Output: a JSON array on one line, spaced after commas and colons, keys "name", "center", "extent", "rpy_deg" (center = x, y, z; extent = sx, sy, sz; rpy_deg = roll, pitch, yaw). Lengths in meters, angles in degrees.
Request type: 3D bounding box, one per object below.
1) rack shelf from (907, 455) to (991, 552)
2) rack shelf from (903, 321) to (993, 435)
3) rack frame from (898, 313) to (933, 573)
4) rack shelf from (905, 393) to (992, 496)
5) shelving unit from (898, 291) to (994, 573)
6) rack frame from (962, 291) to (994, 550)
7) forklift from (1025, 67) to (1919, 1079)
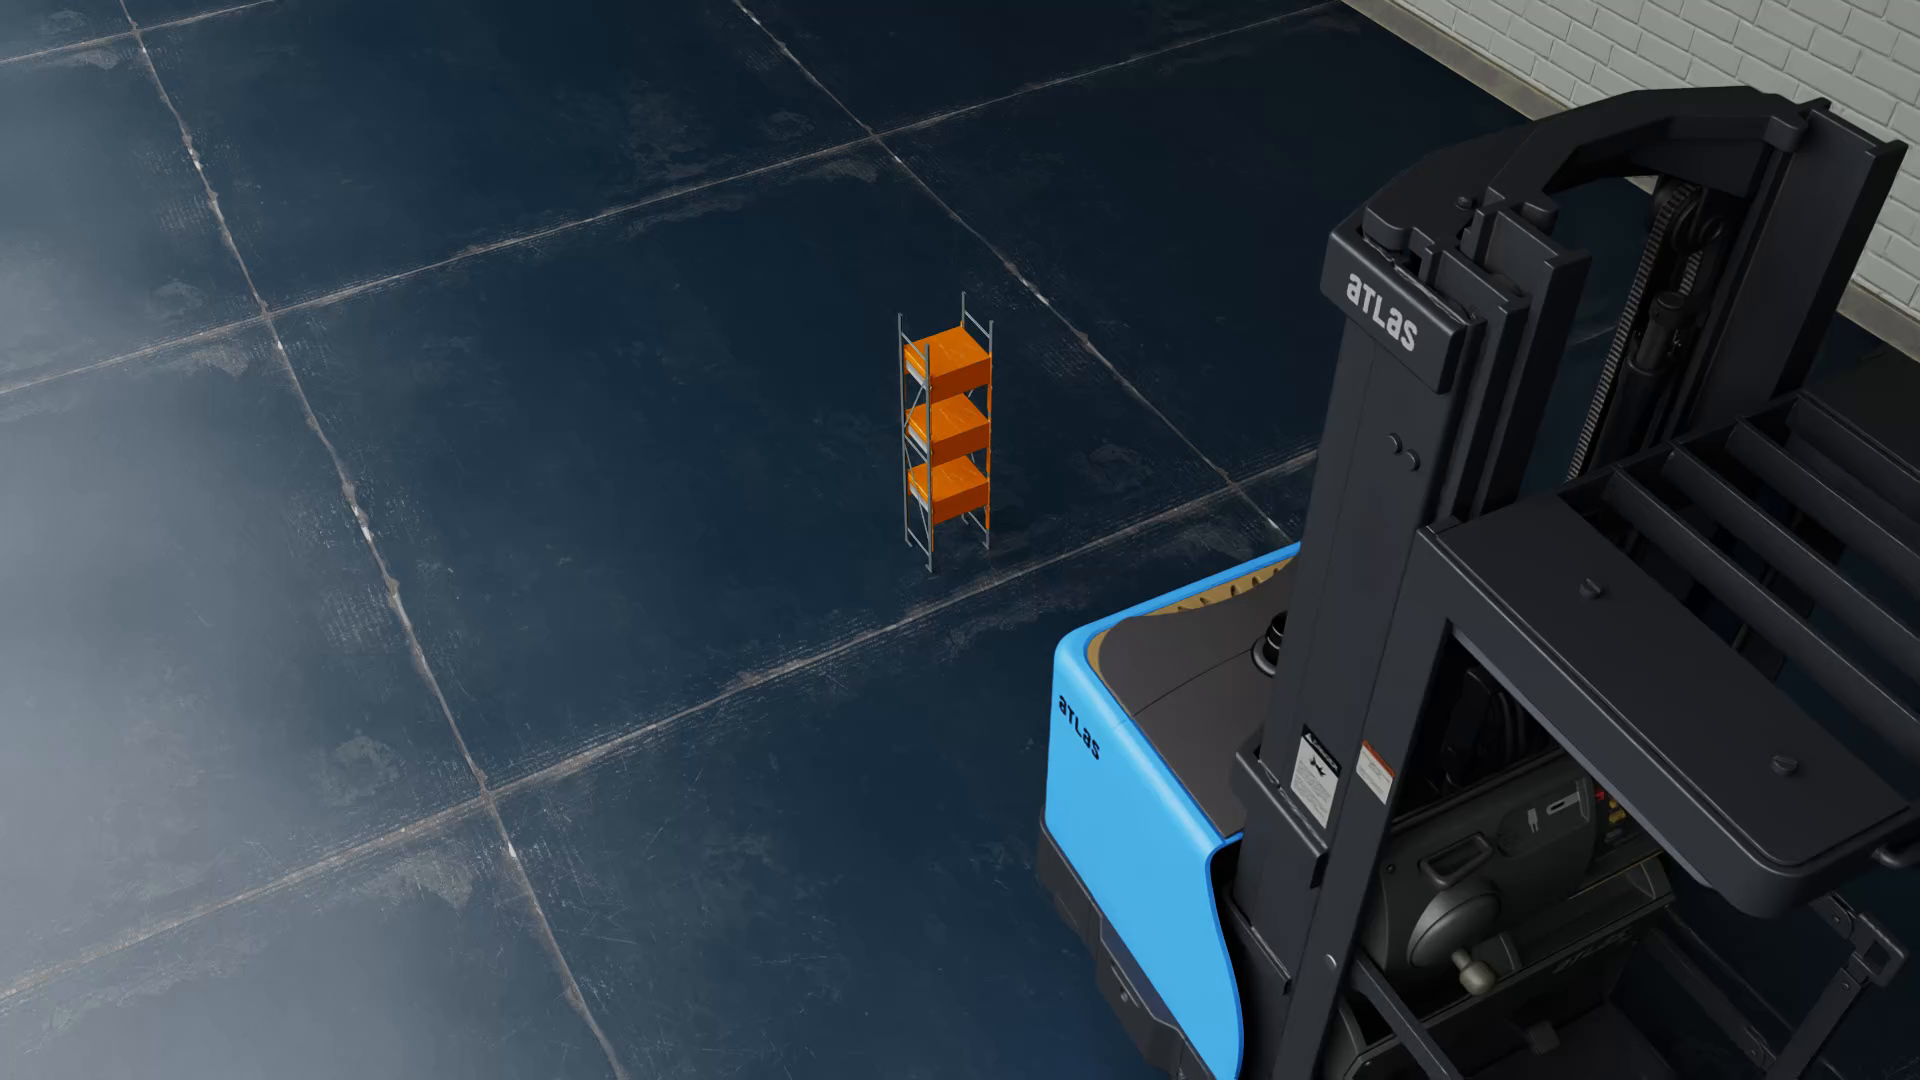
[{"name": "rack shelf", "center": [-0.046, -0.151, 6.066], "extent": [0.240, 0.259, 0.215], "rpy_deg": [-22, 48, -21]}, {"name": "rack shelf", "center": [-0.046, -0.554, 5.675], "extent": [0.240, 0.259, 0.215], "rpy_deg": [-22, 48, -21]}, {"name": "rack frame", "center": [-0.152, -0.316, 5.822], "extent": [0.008, 1.050, 0.200], "rpy_deg": [-22, 48, -21]}, {"name": "rack shelf", "center": [-0.046, -0.351, 5.873], "extent": [0.240, 0.259, 0.215], "rpy_deg": [-22, 48, -21]}, {"name": "shelving unit", "center": [-0.046, -0.358, 5.865], "extent": [0.252, 1.050, 0.215], "rpy_deg": [-22, 48, -21]}, {"name": "rack frame", "center": [0.059, -0.401, 5.909], "extent": [0.008, 1.050, 0.200], "rpy_deg": [-22, 48, -21]}, {"name": "forklift", "center": [1.327, 0.690, 3.435], "extent": [1.130, 2.935, 3.031], "rpy_deg": [-20, 48, -19]}]
